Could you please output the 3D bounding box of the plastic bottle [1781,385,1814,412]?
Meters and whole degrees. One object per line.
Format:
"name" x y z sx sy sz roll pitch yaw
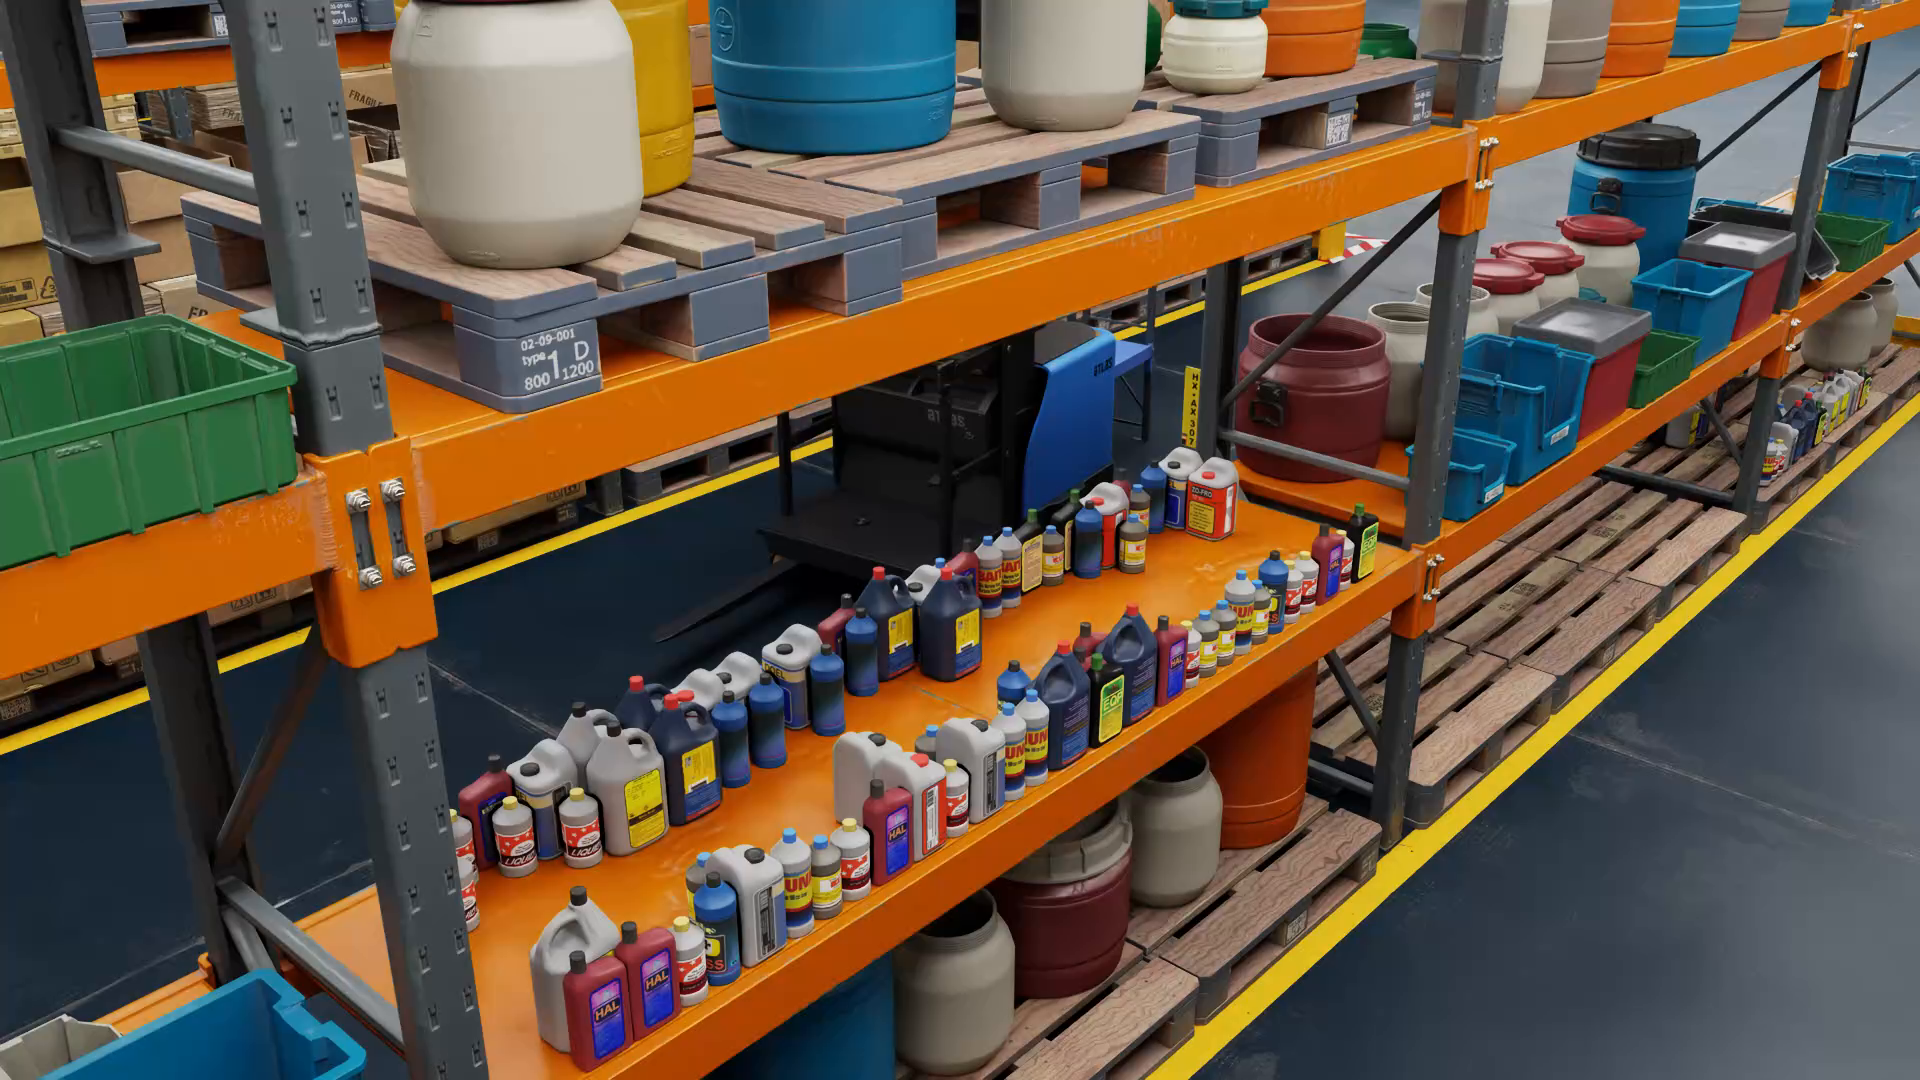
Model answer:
"plastic bottle" 5.136 -0.825 10.214 0.152 0.276 0.135 20 31 38

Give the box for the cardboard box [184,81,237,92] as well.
"cardboard box" -5.672 -3.669 12.422 0.700 0.500 0.500 20 31 37

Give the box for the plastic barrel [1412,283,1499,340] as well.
"plastic barrel" 2.144 -0.847 7.335 0.421 0.512 0.421 0 24 0

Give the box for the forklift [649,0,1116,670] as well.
"forklift" -0.341 -1.122 8.169 1.130 2.935 3.031 15 28 30

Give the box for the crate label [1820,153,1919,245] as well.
"crate label" 5.648 -2.114 10.256 0.502 0.435 0.616 20 31 38

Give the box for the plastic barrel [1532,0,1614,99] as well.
"plastic barrel" 2.045 -2.084 5.952 0.600 0.901 0.600 0 24 0

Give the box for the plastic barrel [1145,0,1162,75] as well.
"plastic barrel" 0.457 -1.525 4.995 0.294 0.245 0.294 0 24 0

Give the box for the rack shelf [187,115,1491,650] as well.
"rack shelf" 0.001 -0.727 4.417 1.077 0.370 4.000 20 31 38

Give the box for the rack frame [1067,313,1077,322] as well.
"rack frame" 0.443 -1.018 9.687 0.500 1.500 0.032 15 28 30

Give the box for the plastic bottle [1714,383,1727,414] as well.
"plastic bottle" 4.755 -0.927 10.433 0.061 0.283 0.133 20 31 38

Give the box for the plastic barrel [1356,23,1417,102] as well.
"plastic barrel" 1.462 -1.683 5.860 0.294 0.245 0.294 0 24 0

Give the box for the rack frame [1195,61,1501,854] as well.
"rack frame" 1.336 -0.296 6.243 1.000 3.000 0.127 20 31 38

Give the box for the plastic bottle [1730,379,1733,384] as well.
"plastic bottle" 5.068 -1.163 10.960 0.061 0.283 0.133 21 31 38

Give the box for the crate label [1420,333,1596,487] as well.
"crate label" 2.200 -0.541 6.746 0.502 0.435 0.616 20 31 38

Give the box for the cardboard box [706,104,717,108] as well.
"cardboard box" -2.239 -3.922 16.415 0.875 0.875 0.875 20 31 38

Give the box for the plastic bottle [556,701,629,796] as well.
"plastic bottle" -0.964 0.576 4.359 0.144 0.351 0.185 20 31 38

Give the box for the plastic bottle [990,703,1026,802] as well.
"plastic bottle" 0.129 0.564 4.482 0.097 0.271 0.097 0 24 0

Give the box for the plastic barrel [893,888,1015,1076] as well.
"plastic barrel" -0.042 1.342 5.118 0.421 0.512 0.421 0 24 0

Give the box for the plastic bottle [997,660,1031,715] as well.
"plastic bottle" 0.152 0.466 4.703 0.097 0.271 0.097 0 24 0

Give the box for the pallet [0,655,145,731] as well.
"pallet" -4.563 0.587 7.682 1.003 0.211 1.213 20 31 38

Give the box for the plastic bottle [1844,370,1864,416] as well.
"plastic bottle" 5.587 -0.942 10.477 0.152 0.276 0.135 20 31 38

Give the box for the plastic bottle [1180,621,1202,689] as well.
"plastic bottle" 0.684 0.343 5.062 0.097 0.201 0.097 0 24 0

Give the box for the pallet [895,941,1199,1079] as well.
"pallet" 0.026 1.598 5.427 1.003 0.211 1.213 20 31 38

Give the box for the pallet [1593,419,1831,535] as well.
"pallet" 4.485 -0.435 9.962 1.003 0.211 1.213 20 31 38

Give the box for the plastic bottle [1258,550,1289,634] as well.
"plastic bottle" 1.009 0.163 5.378 0.097 0.271 0.097 0 24 0

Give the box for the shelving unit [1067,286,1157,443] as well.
"shelving unit" 0.719 -1.193 10.077 0.538 1.500 1.048 15 28 30

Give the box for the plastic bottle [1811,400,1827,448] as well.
"plastic bottle" 5.120 -0.705 9.937 0.061 0.283 0.133 22 32 40

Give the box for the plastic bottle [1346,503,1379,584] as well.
"plastic bottle" 1.383 -0.003 5.732 0.061 0.283 0.133 20 31 38

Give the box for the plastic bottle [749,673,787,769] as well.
"plastic bottle" -0.536 0.496 4.635 0.097 0.271 0.097 0 24 0

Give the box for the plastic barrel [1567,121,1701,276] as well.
"plastic barrel" 3.522 -1.708 8.780 0.600 0.901 0.708 20 31 38

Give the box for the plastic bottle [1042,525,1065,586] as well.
"plastic bottle" 0.311 0.048 5.719 0.097 0.201 0.097 0 24 0

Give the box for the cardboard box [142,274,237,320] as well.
"cardboard box" -3.519 -1.011 7.717 0.500 0.500 0.500 21 32 38

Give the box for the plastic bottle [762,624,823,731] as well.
"plastic bottle" -0.487 0.395 4.855 0.152 0.276 0.135 20 31 38

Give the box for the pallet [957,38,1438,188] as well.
"pallet" 0.752 -1.372 5.208 1.003 0.211 1.213 20 31 38

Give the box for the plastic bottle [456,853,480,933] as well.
"plastic bottle" -1.206 0.834 3.967 0.097 0.201 0.097 0 24 0

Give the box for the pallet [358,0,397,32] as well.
"pallet" -2.743 -2.720 8.214 1.213 0.211 1.003 22 32 40

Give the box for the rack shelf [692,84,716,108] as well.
"rack shelf" -1.975 -4.533 16.573 1.077 0.370 4.000 20 31 38

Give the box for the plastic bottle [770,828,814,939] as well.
"plastic bottle" -0.399 0.806 3.944 0.097 0.271 0.097 0 24 0

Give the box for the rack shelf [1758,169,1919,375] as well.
"rack shelf" 5.340 -1.795 10.467 1.077 0.370 4.000 20 31 38

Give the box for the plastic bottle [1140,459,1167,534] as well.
"plastic bottle" 0.708 -0.165 6.110 0.097 0.271 0.097 0 24 0

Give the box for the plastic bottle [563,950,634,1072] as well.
"plastic bottle" -0.771 0.981 3.538 0.061 0.283 0.133 20 31 38

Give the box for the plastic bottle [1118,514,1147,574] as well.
"plastic bottle" 0.603 0.008 5.809 0.097 0.201 0.097 0 24 0

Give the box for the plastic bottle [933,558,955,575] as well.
"plastic bottle" -0.062 0.186 5.325 0.097 0.271 0.097 0 24 0

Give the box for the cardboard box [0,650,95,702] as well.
"cardboard box" -4.610 0.148 7.337 1.225 0.875 0.875 20 31 38

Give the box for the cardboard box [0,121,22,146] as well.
"cardboard box" -6.487 -2.732 11.108 0.380 0.149 0.250 20 31 38

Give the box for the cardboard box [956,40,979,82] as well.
"cardboard box" -0.318 -3.128 11.314 1.000 1.000 1.000 20 31 38

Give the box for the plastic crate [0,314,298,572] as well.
"plastic crate" -1.392 -0.137 2.482 0.450 0.188 0.662 20 31 38

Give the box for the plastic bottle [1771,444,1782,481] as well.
"plastic bottle" 4.612 -0.446 9.462 0.097 0.201 0.097 0 24 0

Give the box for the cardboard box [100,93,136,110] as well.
"cardboard box" -5.965 -3.107 11.580 0.380 0.149 0.250 19 30 36
